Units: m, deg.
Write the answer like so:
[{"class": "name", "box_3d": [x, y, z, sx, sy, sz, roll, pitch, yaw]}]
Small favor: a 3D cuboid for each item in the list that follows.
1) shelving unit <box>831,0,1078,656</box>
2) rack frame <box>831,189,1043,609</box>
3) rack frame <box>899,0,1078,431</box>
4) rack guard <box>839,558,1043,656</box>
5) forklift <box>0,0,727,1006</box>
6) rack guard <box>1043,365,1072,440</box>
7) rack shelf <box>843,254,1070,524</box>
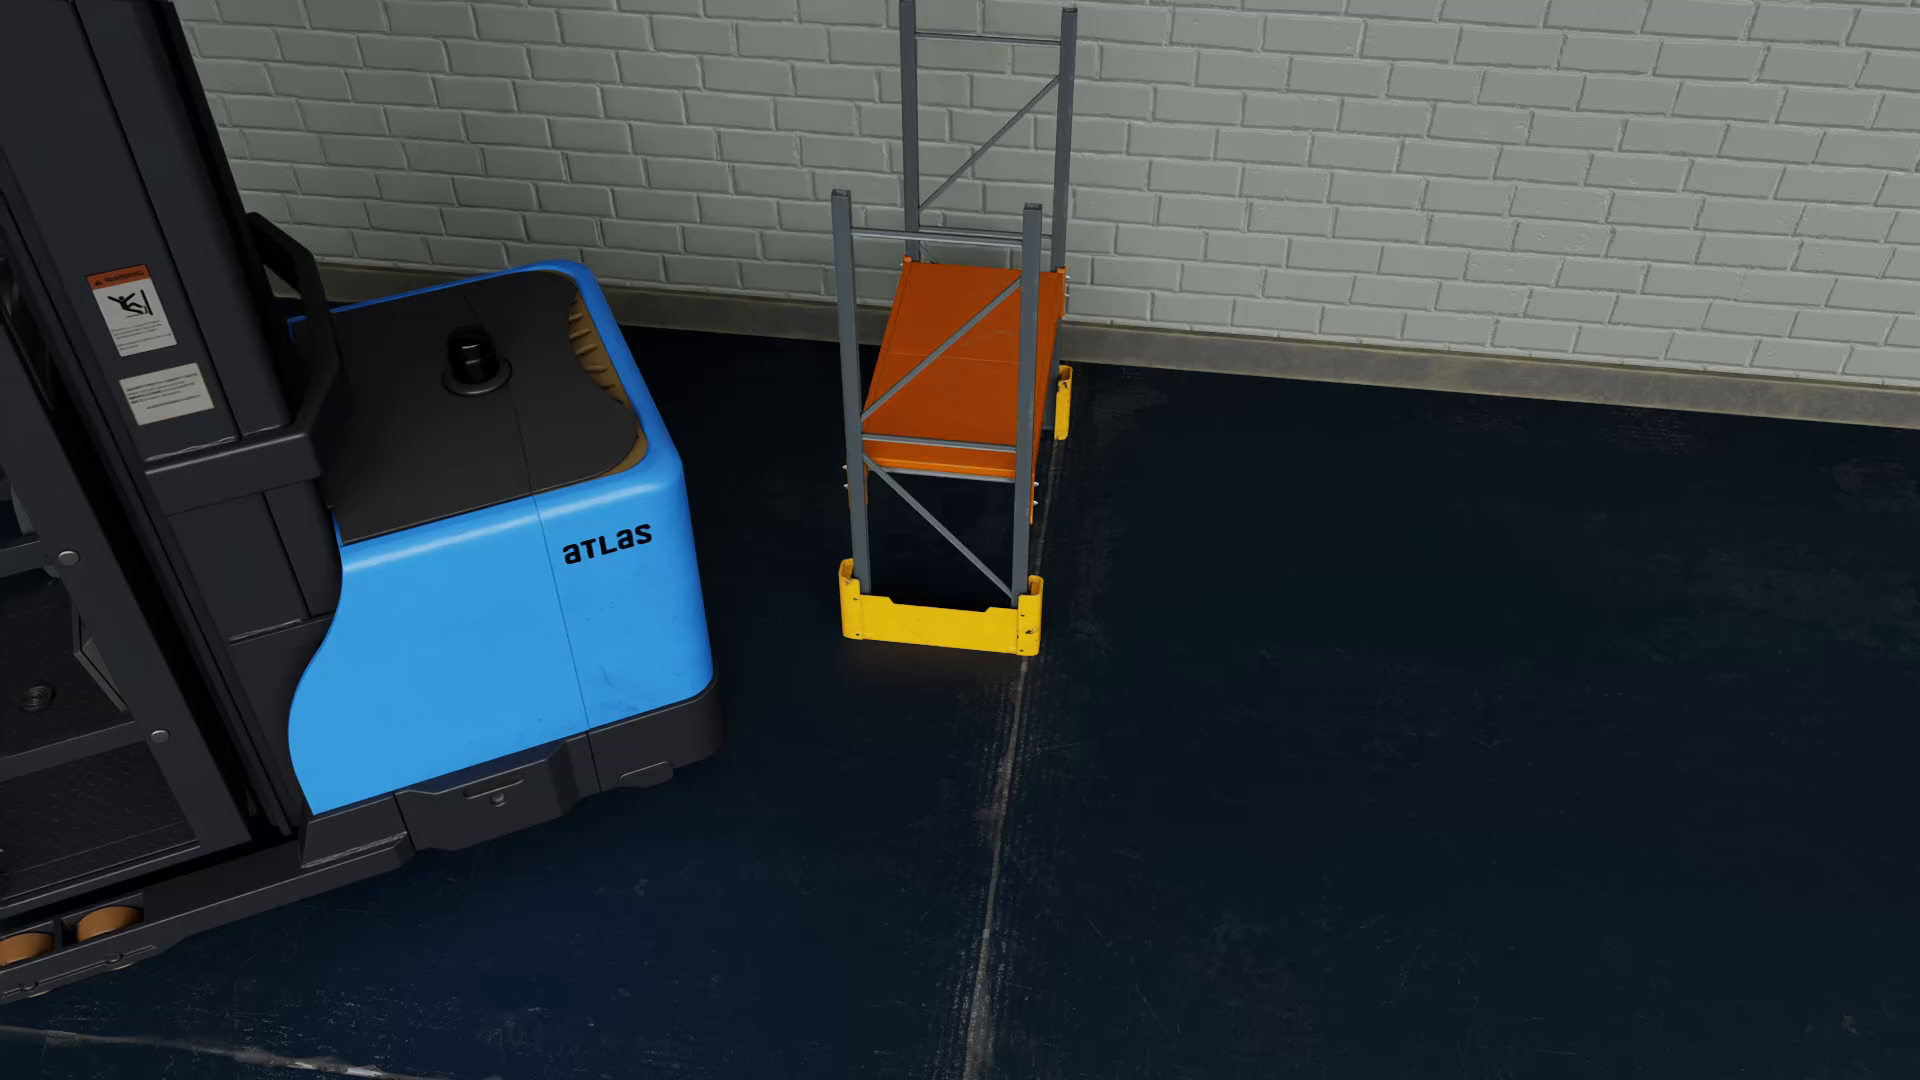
[{"class": "shelving unit", "box_3d": [0.010, -0.597, 4.789, 0.587, 1.500, 1.083, 5, 44, 6]}, {"class": "rack frame", "box_3d": [-0.056, -0.256, 4.430, 0.500, 1.500, 0.032, 5, 44, 6]}, {"class": "rack frame", "box_3d": [0.078, -0.949, 5.162, 0.500, 1.500, 0.032, 5, 44, 6]}, {"class": "rack guard", "box_3d": [-0.056, 0.197, 4.860, 0.587, 0.250, 0.087, 5, 44, 6]}, {"class": "forklift", "box_3d": [-2.207, -0.362, 3.500, 3.031, 2.935, 1.130, -16, 46, -17]}, {"class": "rack guard", "box_3d": [0.076, -0.482, 5.577, 0.587, 0.250, 0.087, 5, 44, 6]}, {"class": "rack shelf", "box_3d": [0.011, -0.472, 4.919, 0.538, 0.185, 1.000, 5, 44, 6]}]
